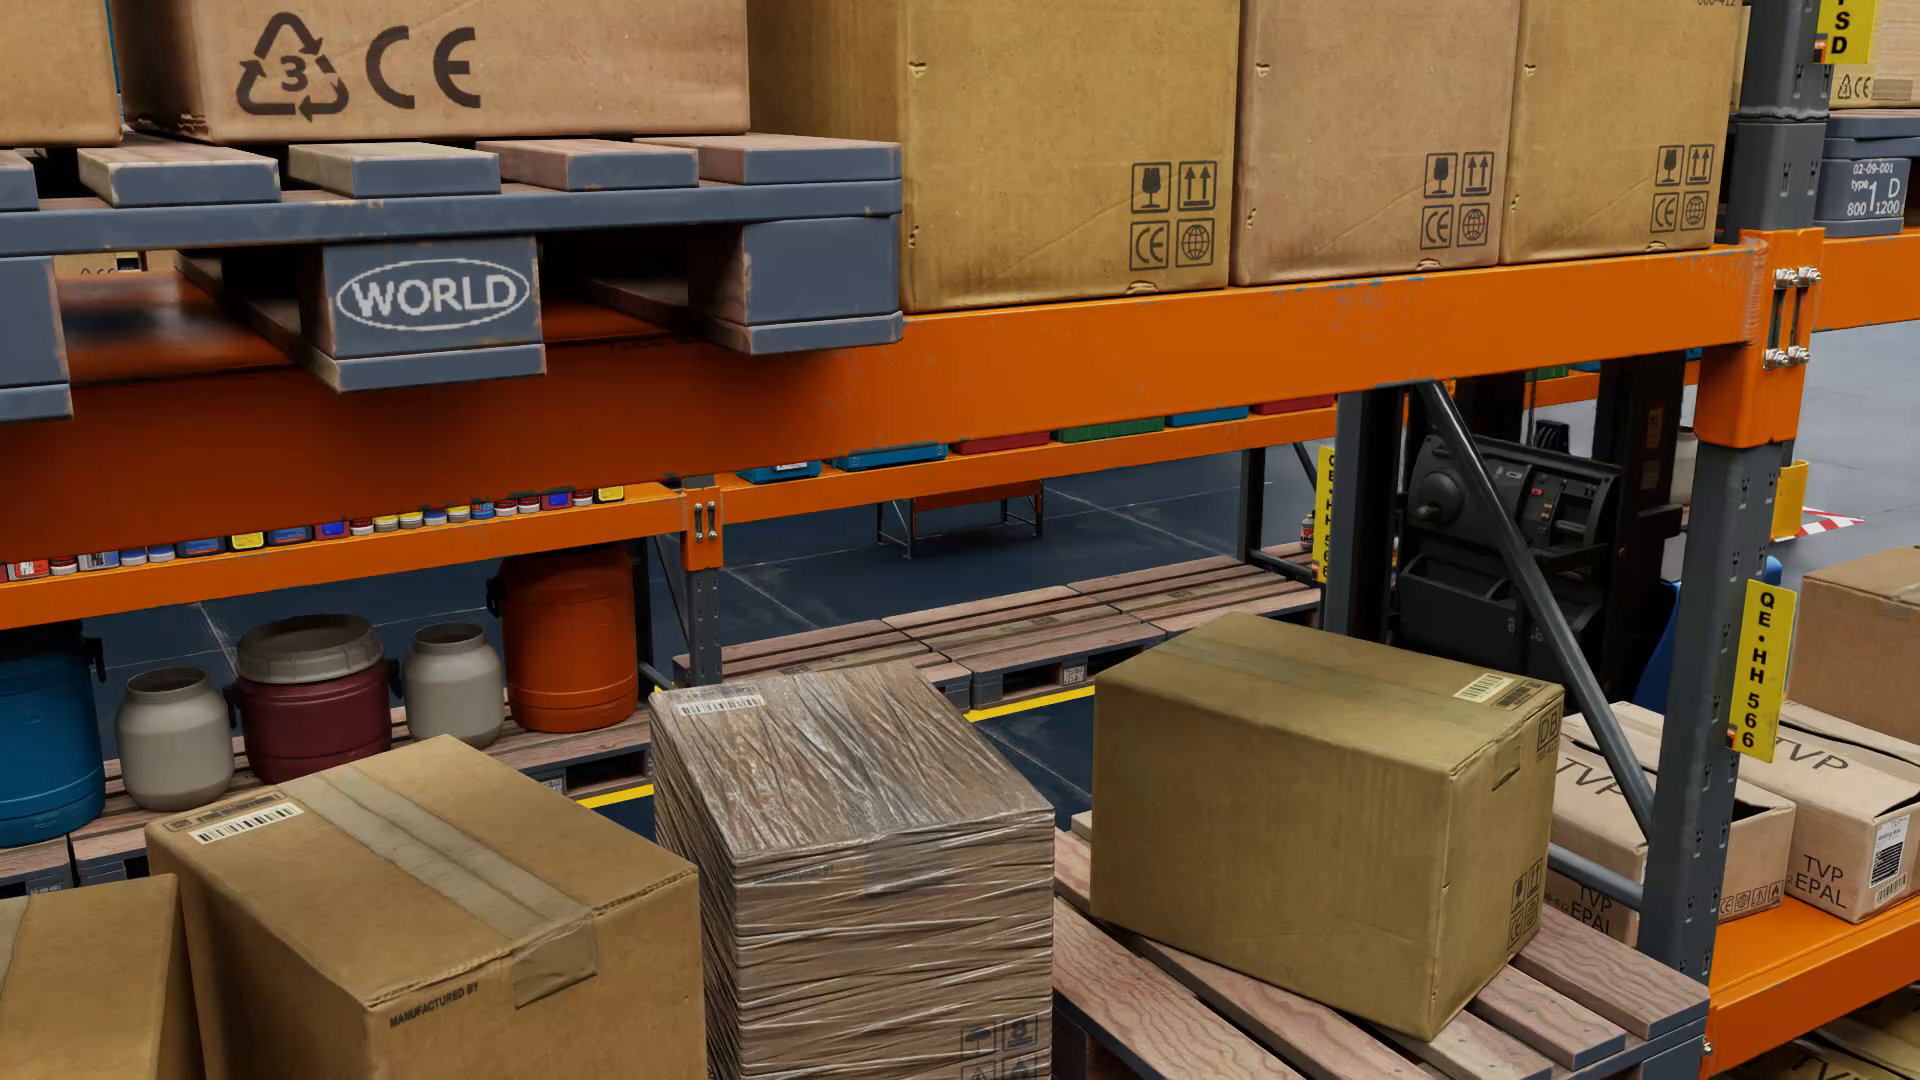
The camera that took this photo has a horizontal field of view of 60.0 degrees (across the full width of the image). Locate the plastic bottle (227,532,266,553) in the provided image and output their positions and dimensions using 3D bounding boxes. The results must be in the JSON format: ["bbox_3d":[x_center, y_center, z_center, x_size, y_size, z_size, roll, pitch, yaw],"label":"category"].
[{"bbox_3d":[-2.771,-0.100,6.425,0.133,0.283,0.061,-9,18,-30],"label":"plastic bottle"}]

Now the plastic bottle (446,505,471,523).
[{"bbox_3d":[-2.074,-0.179,6.859,0.097,0.201,0.097,0,16,0],"label":"plastic bottle"}]

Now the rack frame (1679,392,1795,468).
[{"bbox_3d":[5.467,-1.626,11.654,0.127,3.000,1.000,-9,18,-30],"label":"rack frame"}]

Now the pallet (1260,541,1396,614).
[{"bbox_3d":[2.635,0.189,10.345,1.213,0.211,1.003,-9,18,-30],"label":"pallet"}]

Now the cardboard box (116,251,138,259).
[{"bbox_3d":[-7.475,-2.586,14.767,0.250,0.149,0.380,-10,19,-32],"label":"cardboard box"}]

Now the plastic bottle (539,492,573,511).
[{"bbox_3d":[-1.716,-0.271,7.035,0.133,0.283,0.061,-9,18,-30],"label":"plastic bottle"}]

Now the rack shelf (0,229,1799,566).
[{"bbox_3d":[-0.558,-0.187,2.297,4.000,0.370,1.077,-9,18,-30],"label":"rack shelf"}]

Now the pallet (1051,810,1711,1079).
[{"bbox_3d":[0.612,0.835,3.228,1.003,0.211,1.213,-9,18,-30],"label":"pallet"}]

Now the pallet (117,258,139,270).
[{"bbox_3d":[-8.085,-2.445,14.929,1.213,0.211,1.003,-9,18,-30],"label":"pallet"}]

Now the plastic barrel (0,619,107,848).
[{"bbox_3d":[-3.738,0.680,6.536,0.708,0.901,0.600,-9,18,-30],"label":"plastic barrel"}]

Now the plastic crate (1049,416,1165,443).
[{"bbox_3d":[0.690,-0.661,8.602,0.662,0.188,0.450,-9,18,-30],"label":"plastic crate"}]

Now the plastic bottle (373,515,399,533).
[{"bbox_3d":[-2.325,-0.138,6.714,0.097,0.201,0.097,0,16,0],"label":"plastic bottle"}]

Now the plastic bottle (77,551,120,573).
[{"bbox_3d":[-3.234,-0.035,6.209,0.135,0.276,0.152,-9,18,-30],"label":"plastic bottle"}]

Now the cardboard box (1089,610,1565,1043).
[{"bbox_3d":[0.675,0.496,3.121,0.700,0.500,0.500,13,20,38],"label":"cardboard box"}]

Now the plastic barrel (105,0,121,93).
[{"bbox_3d":[-3.435,-2.119,6.146,0.708,0.901,0.600,-9,18,-30],"label":"plastic barrel"}]

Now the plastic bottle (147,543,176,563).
[{"bbox_3d":[-3.037,-0.057,6.293,0.097,0.271,0.097,0,16,0],"label":"plastic bottle"}]

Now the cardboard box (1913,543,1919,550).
[{"bbox_3d":[3.038,0.274,4.689,0.500,0.500,0.500,-9,18,-30],"label":"cardboard box"}]

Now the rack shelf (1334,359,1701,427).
[{"bbox_3d":[3.752,-1.002,10.759,4.000,0.370,1.077,-9,18,-30],"label":"rack shelf"}]

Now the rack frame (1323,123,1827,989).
[{"bbox_3d":[1.157,0.632,3.596,0.127,3.000,1.000,-9,18,-30],"label":"rack frame"}]

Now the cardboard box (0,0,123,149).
[{"bbox_3d":[-1.241,-0.705,1.663,0.600,0.600,0.600,-9,18,-30],"label":"cardboard box"}]

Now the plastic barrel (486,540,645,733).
[{"bbox_3d":[-1.802,0.401,7.666,0.708,0.830,0.600,-9,18,-30],"label":"plastic barrel"}]

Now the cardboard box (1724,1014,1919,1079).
[{"bbox_3d":[2.203,1.404,4.120,0.500,0.311,0.500,-10,18,-31],"label":"cardboard box"}]

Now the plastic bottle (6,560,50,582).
[{"bbox_3d":[-3.433,-0.003,6.094,0.135,0.276,0.152,-9,18,-30],"label":"plastic bottle"}]

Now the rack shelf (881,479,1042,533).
[{"bbox_3d":[-0.006,-0.305,11.321,1.000,0.278,0.538,-9,18,-30],"label":"rack shelf"}]

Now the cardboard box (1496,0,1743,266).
[{"bbox_3d":[0.800,-0.792,2.934,0.500,0.500,0.910,-9,18,-30],"label":"cardboard box"}]

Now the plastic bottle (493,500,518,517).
[{"bbox_3d":[-1.908,-0.206,6.956,0.097,0.201,0.097,0,16,0],"label":"plastic bottle"}]

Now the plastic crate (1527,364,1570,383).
[{"bbox_3d":[3.347,-1.091,10.139,0.662,0.188,0.450,-9,18,-30],"label":"plastic crate"}]

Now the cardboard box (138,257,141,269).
[{"bbox_3d":[-9.680,-3.055,19.910,0.875,0.875,0.875,-9,18,-30],"label":"cardboard box"}]

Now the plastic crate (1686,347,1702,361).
[{"bbox_3d":[4.632,-1.327,10.861,0.408,0.251,0.499,-9,18,-30],"label":"plastic crate"}]

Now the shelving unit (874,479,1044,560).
[{"bbox_3d":[-0.006,-0.541,11.255,1.048,1.125,0.538,-9,18,-30],"label":"shelving unit"}]

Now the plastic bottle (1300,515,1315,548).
[{"bbox_3d":[2.188,-0.057,10.425,0.097,0.201,0.097,0,16,0],"label":"plastic bottle"}]

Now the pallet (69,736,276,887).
[{"bbox_3d":[-3.090,1.116,7.036,1.213,0.211,1.003,-9,18,-30],"label":"pallet"}]

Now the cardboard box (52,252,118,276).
[{"bbox_3d":[-5.708,-1.909,10.618,0.637,0.503,0.797,-9,18,-28],"label":"cardboard box"}]

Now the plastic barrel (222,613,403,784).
[{"bbox_3d":[-2.770,0.674,7.139,0.708,0.588,0.600,-9,18,-30],"label":"plastic barrel"}]

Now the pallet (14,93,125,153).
[{"bbox_3d":[-3.227,-1.601,6.358,1.213,0.211,1.003,-9,18,-30],"label":"pallet"}]

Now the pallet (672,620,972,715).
[{"bbox_3d":[-0.707,0.730,8.415,1.213,0.211,1.003,-9,18,-30],"label":"pallet"}]

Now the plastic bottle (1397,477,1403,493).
[{"bbox_3d":[2.883,-0.234,10.781,0.185,0.351,0.144,-9,18,-30],"label":"plastic bottle"}]

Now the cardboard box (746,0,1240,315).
[{"bbox_3d":[-0.083,-0.648,2.423,0.500,0.500,0.910,-9,18,-30],"label":"cardboard box"}]

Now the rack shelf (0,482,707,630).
[{"bbox_3d":[-3.105,0.110,6.792,4.000,0.370,1.077,-9,18,-30],"label":"rack shelf"}]

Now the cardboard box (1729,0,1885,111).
[{"bbox_3d":[1.517,-1.018,3.426,0.500,0.250,0.500,-11,19,-34],"label":"cardboard box"}]

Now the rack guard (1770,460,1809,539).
[{"bbox_3d":[5.426,-0.401,11.914,0.348,0.500,1.175,-9,18,-30],"label":"rack guard"}]

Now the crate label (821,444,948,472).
[{"bbox_3d":[-0.400,-0.607,7.951,0.616,0.435,0.502,-9,18,-30],"label":"crate label"}]

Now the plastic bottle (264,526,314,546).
[{"bbox_3d":[-2.656,-0.164,6.529,0.185,0.351,0.144,-9,18,-30],"label":"plastic bottle"}]

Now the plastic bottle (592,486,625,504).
[{"bbox_3d":[-1.518,-0.303,7.150,0.133,0.283,0.061,-9,18,-30],"label":"plastic bottle"}]

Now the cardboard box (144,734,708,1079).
[{"bbox_3d":[-0.789,0.678,2.470,0.700,0.500,0.500,15,21,42],"label":"cardboard box"}]

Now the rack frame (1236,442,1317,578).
[{"bbox_3d":[2.038,-1.070,9.670,0.127,3.000,1.000,-9,18,-30],"label":"rack frame"}]

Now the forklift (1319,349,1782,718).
[{"bbox_3d":[2.059,-0.195,6.675,3.031,2.935,1.130,-10,19,-32],"label":"forklift"}]

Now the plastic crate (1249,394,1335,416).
[{"bbox_3d":[1.780,-0.963,9.169,0.583,0.464,0.402,-9,18,-30],"label":"plastic crate"}]

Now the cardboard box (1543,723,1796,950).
[{"bbox_3d":[1.491,0.635,3.753,0.500,0.311,0.500,-8,18,-26],"label":"cardboard box"}]

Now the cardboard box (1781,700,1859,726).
[{"bbox_3d":[2.221,0.563,4.309,0.250,0.149,0.380,-8,17,-26],"label":"cardboard box"}]

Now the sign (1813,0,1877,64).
[{"bbox_3d":[1.435,-0.935,2.673,0.005,0.325,0.100,-9,18,-30],"label":"sign"}]

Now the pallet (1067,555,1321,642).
[{"bbox_3d":[1.385,0.391,9.625,1.213,0.211,1.003,-9,18,-30],"label":"pallet"}]

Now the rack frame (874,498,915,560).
[{"bbox_3d":[-0.442,-0.470,11.003,0.032,1.125,0.500,-9,18,-30],"label":"rack frame"}]

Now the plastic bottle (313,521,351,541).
[{"bbox_3d":[-2.498,-0.144,6.583,0.133,0.283,0.061,-9,18,-30],"label":"plastic bottle"}]
